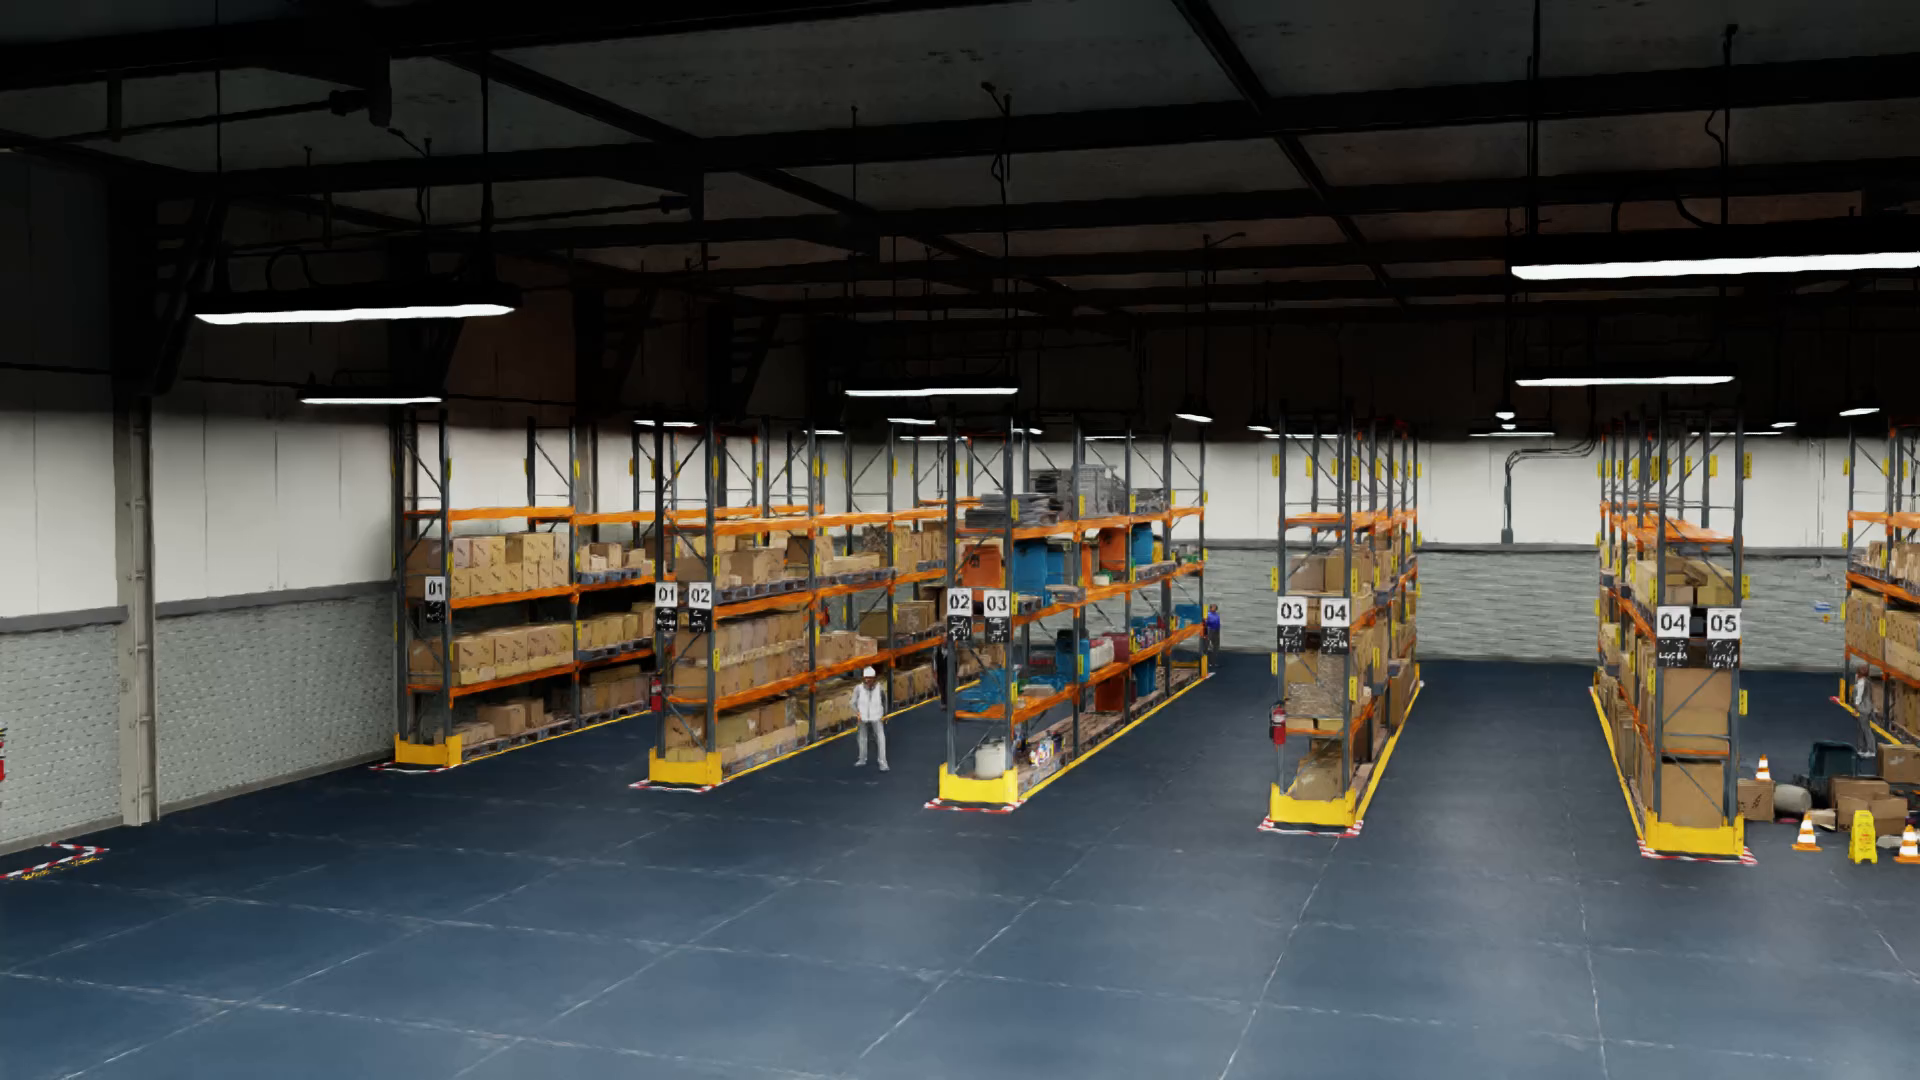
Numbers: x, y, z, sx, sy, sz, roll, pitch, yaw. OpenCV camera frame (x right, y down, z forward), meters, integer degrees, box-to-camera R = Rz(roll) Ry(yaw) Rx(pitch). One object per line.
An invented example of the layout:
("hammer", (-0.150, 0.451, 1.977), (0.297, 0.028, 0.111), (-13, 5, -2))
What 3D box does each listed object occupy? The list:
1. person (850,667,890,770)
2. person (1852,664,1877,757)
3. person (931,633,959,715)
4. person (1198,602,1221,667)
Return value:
("person", (-1.491, 2.949, 27.722), (0.679, 1.713, 0.830), (0, 2, 0))
("person", (15.682, 2.951, 28.912), (0.532, 1.588, 0.535), (2, 3, 42))
("person", (-0.303, 2.713, 33.782), (0.538, 1.664, 1.029), (0, 2, 10))
("person", (6.240, 2.389, 41.984), (0.641, 1.642, 0.459), (-1, 3, -26))
